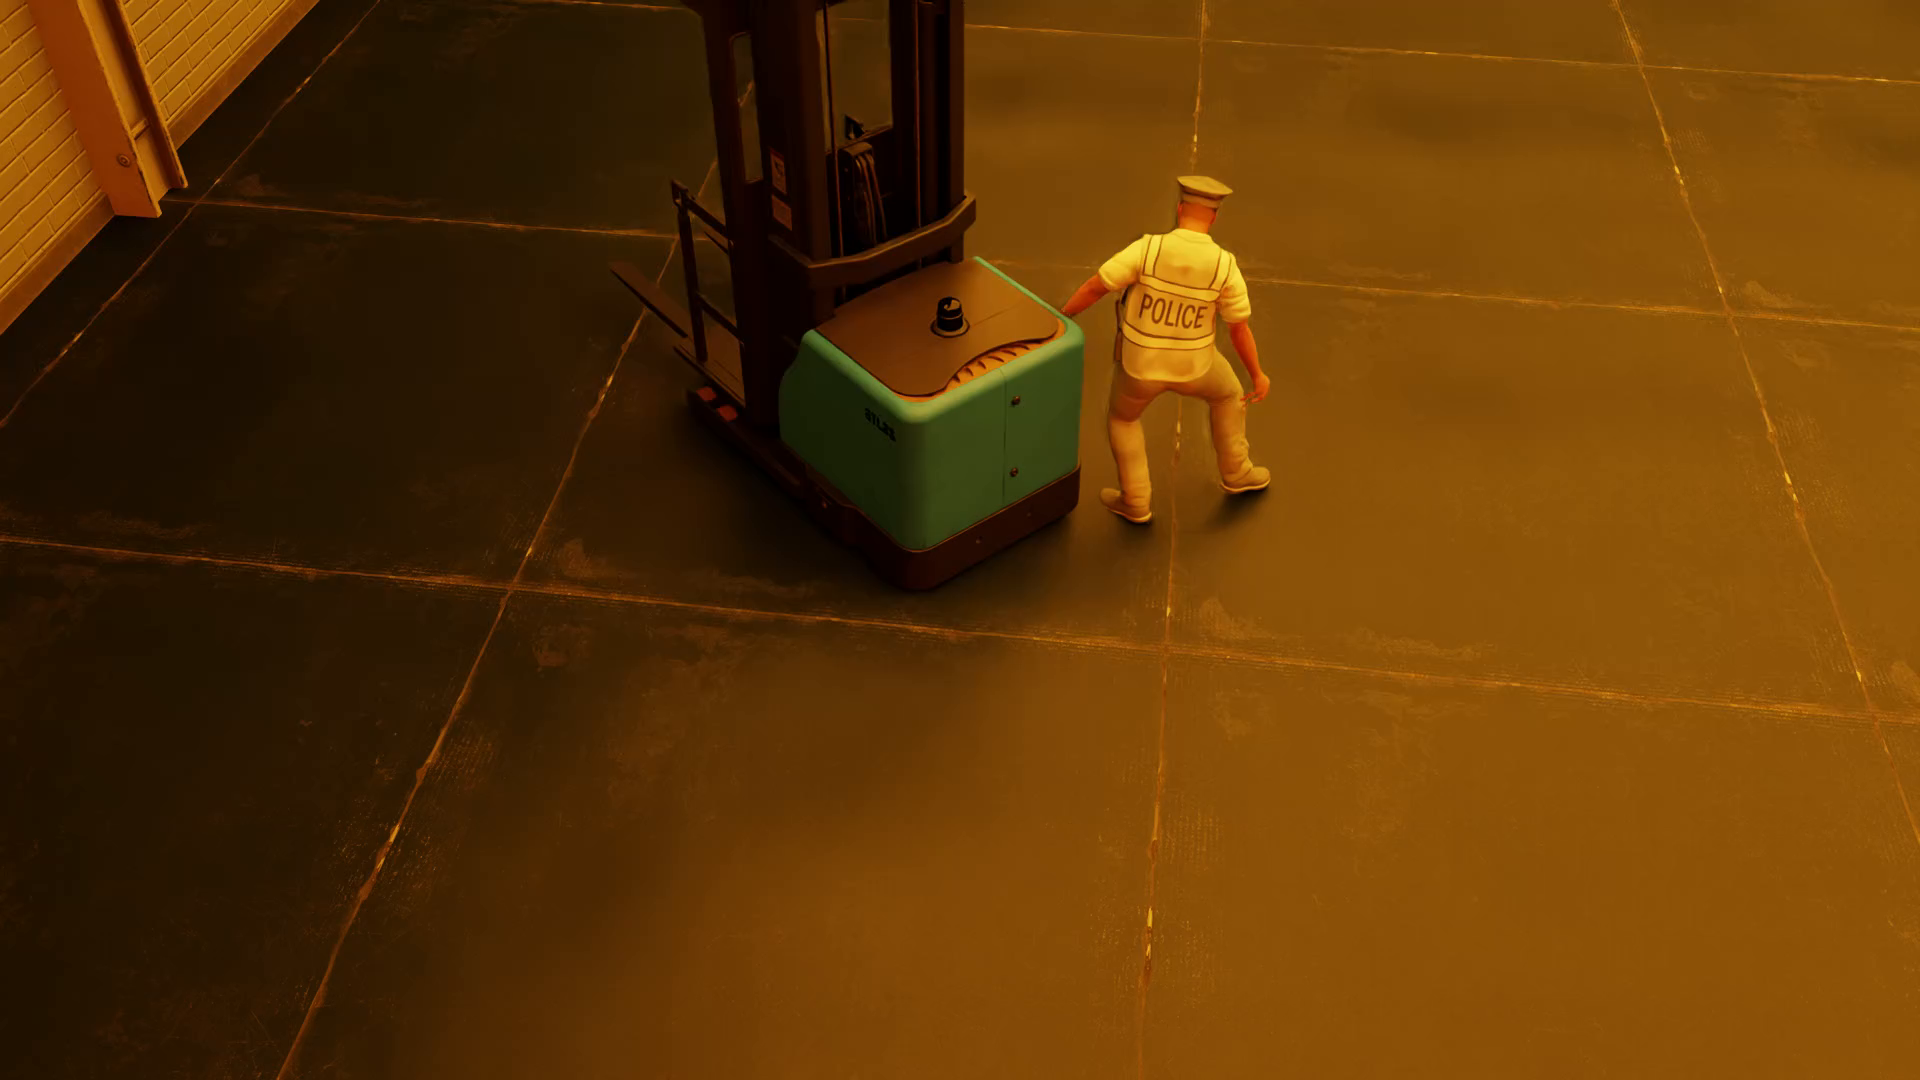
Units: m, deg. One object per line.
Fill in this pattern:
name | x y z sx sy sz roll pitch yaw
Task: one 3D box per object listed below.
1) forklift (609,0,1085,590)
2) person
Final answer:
forklift | -0.742 -1.789 7.672 1.130 2.935 3.031 -28 50 -27
person | 0.957 -0.841 7.593 1.123 1.692 0.529 3 43 3
